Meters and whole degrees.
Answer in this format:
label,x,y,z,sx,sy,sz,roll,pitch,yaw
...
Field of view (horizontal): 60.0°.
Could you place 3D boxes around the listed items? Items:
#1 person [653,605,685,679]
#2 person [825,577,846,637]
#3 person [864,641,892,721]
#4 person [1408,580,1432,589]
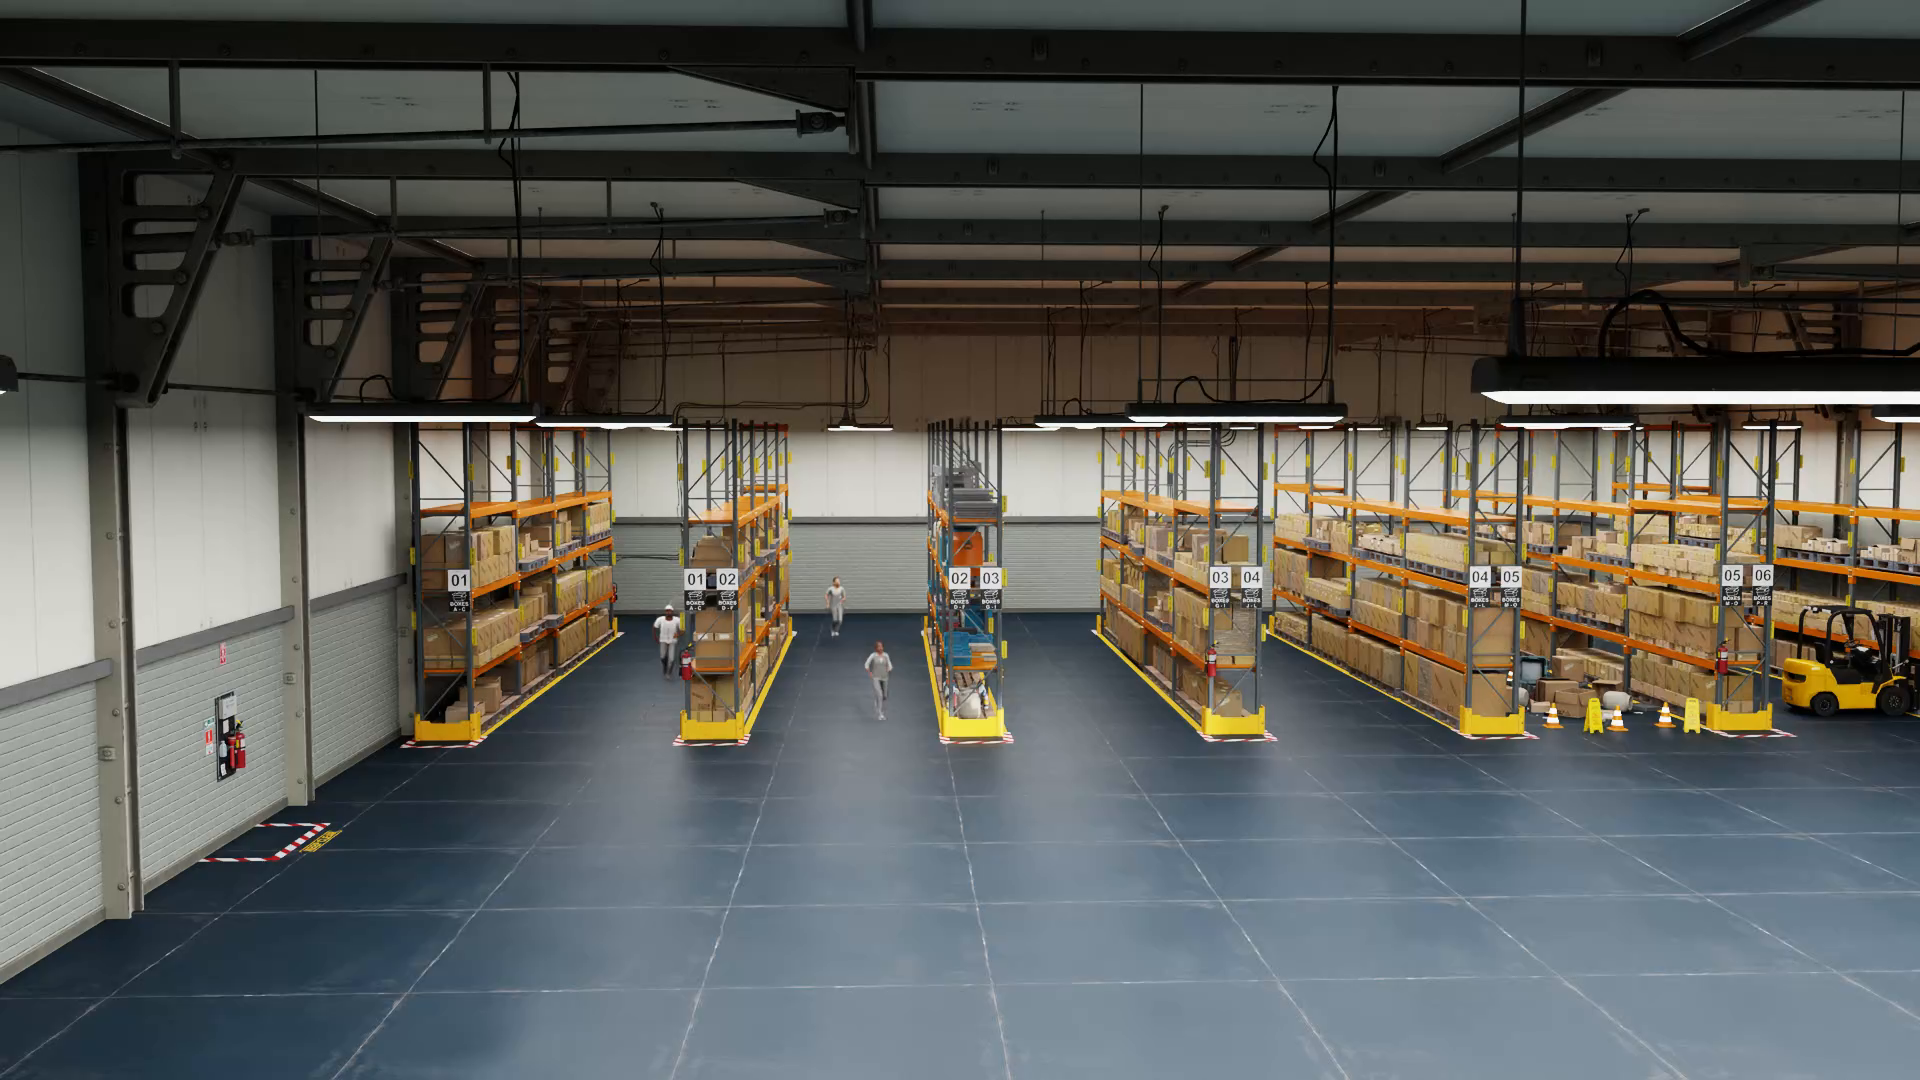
label,x,y,z,sx,sy,sz,roll,pitch,yaw
person,-6.780,2.377,38.693,0.767,1.718,0.516,0,4,-4
person,-3.319,1.806,44.726,0.555,1.617,0.549,-1,4,-17
person,-1.627,2.803,33.350,0.547,1.563,0.755,-1,4,-20
person,13.510,1.673,48.979,0.929,1.804,0.676,-1,4,-9
